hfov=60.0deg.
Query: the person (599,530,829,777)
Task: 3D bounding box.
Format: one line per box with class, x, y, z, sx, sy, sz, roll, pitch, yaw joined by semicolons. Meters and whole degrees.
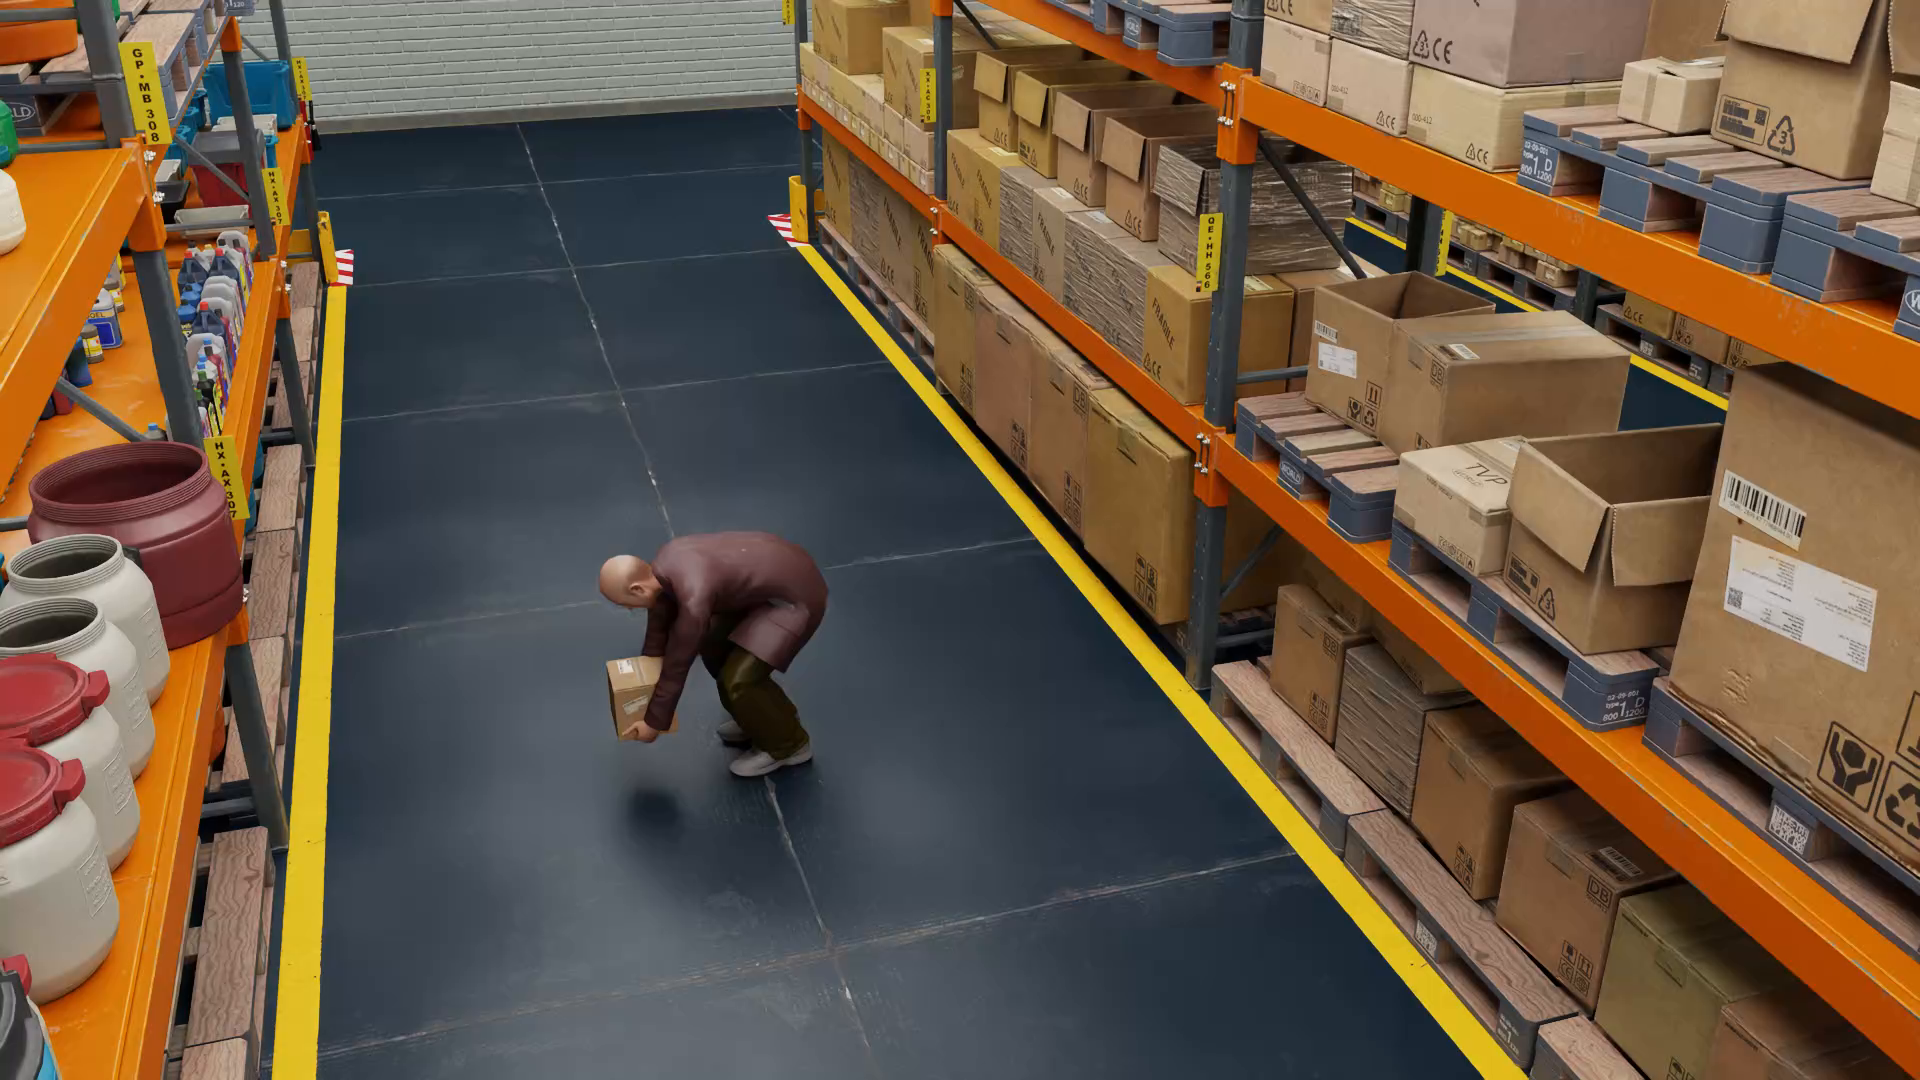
person;-1.009;0.471;6.994;0.942;1.048;0.592;-9;28;-19
